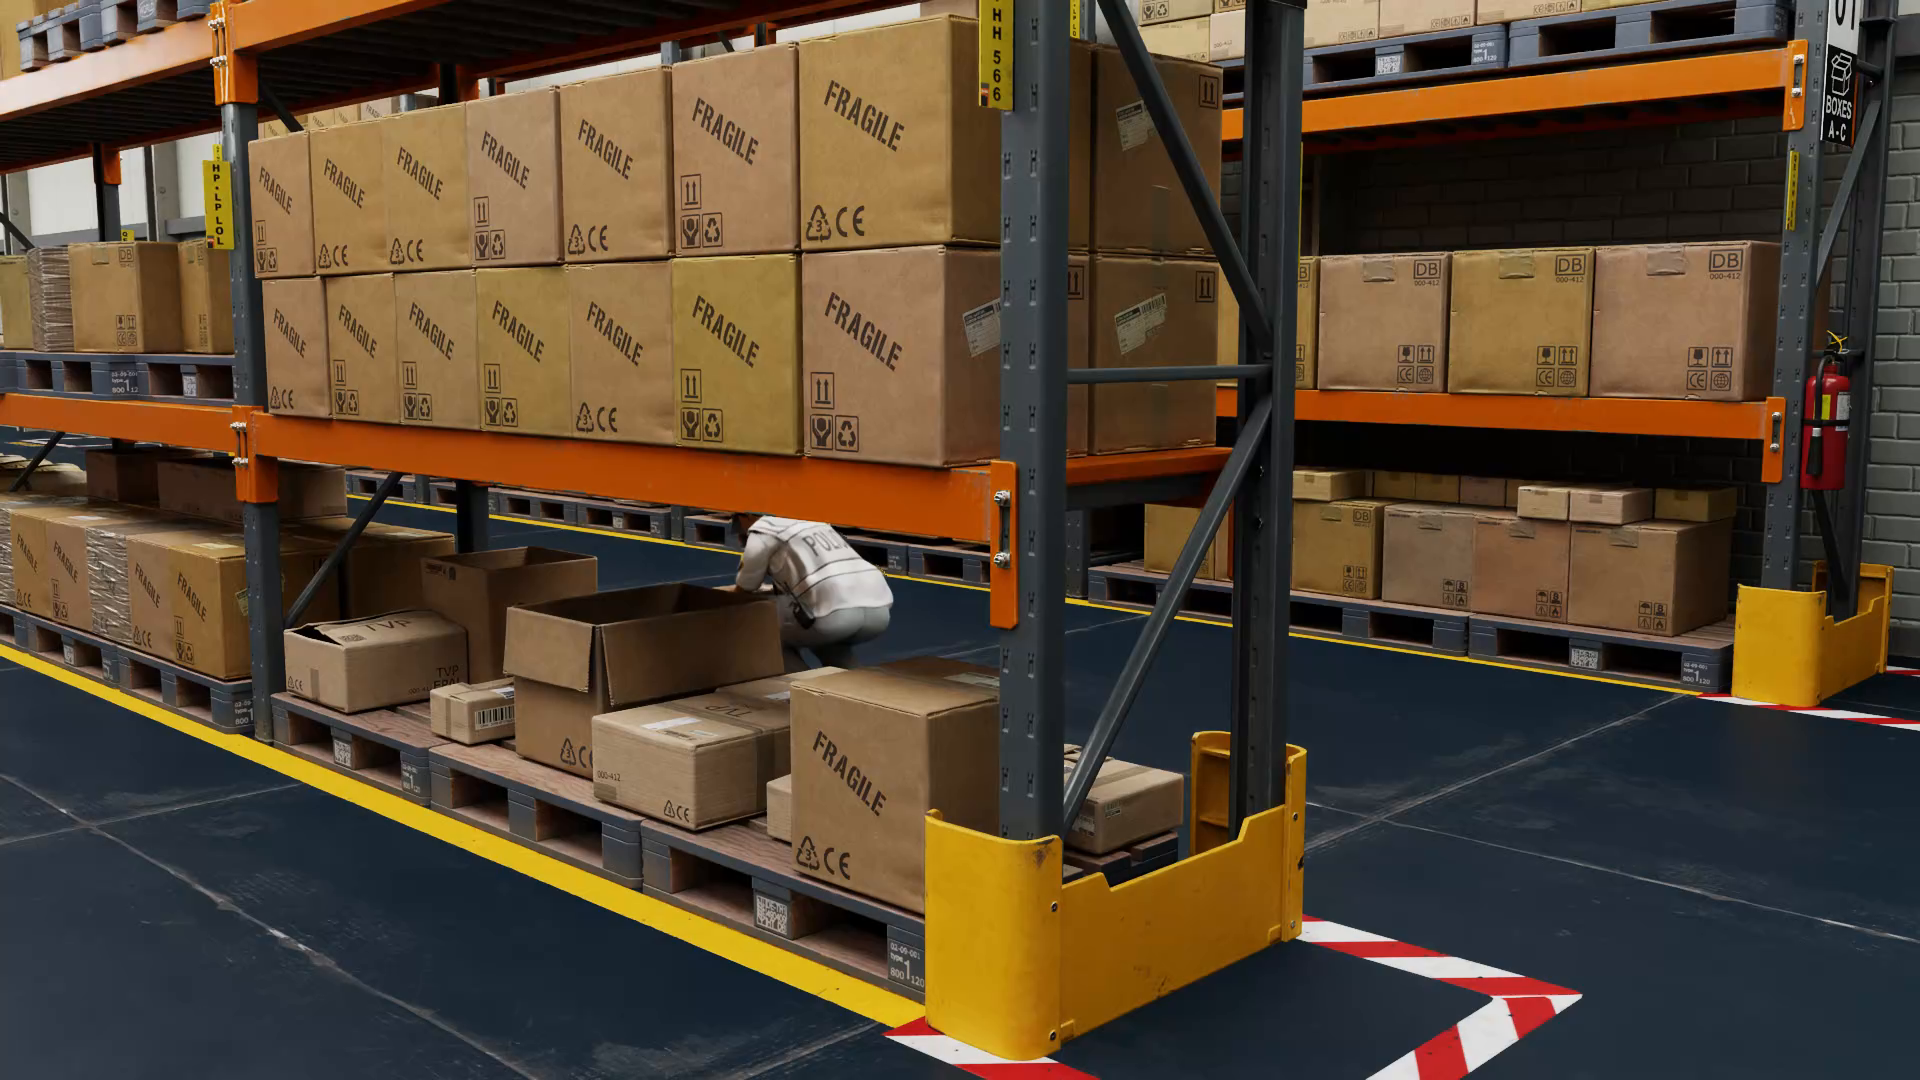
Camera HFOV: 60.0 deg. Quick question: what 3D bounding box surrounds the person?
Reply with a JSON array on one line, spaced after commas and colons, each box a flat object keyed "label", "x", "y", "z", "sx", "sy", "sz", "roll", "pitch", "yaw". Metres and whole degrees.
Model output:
[{"label": "person", "x": -0.703, "y": 0.233, "z": 7.341, "sx": 0.867, "sy": 0.951, "sz": 0.505, "roll": 6, "pitch": 10, "yaw": 42}]
